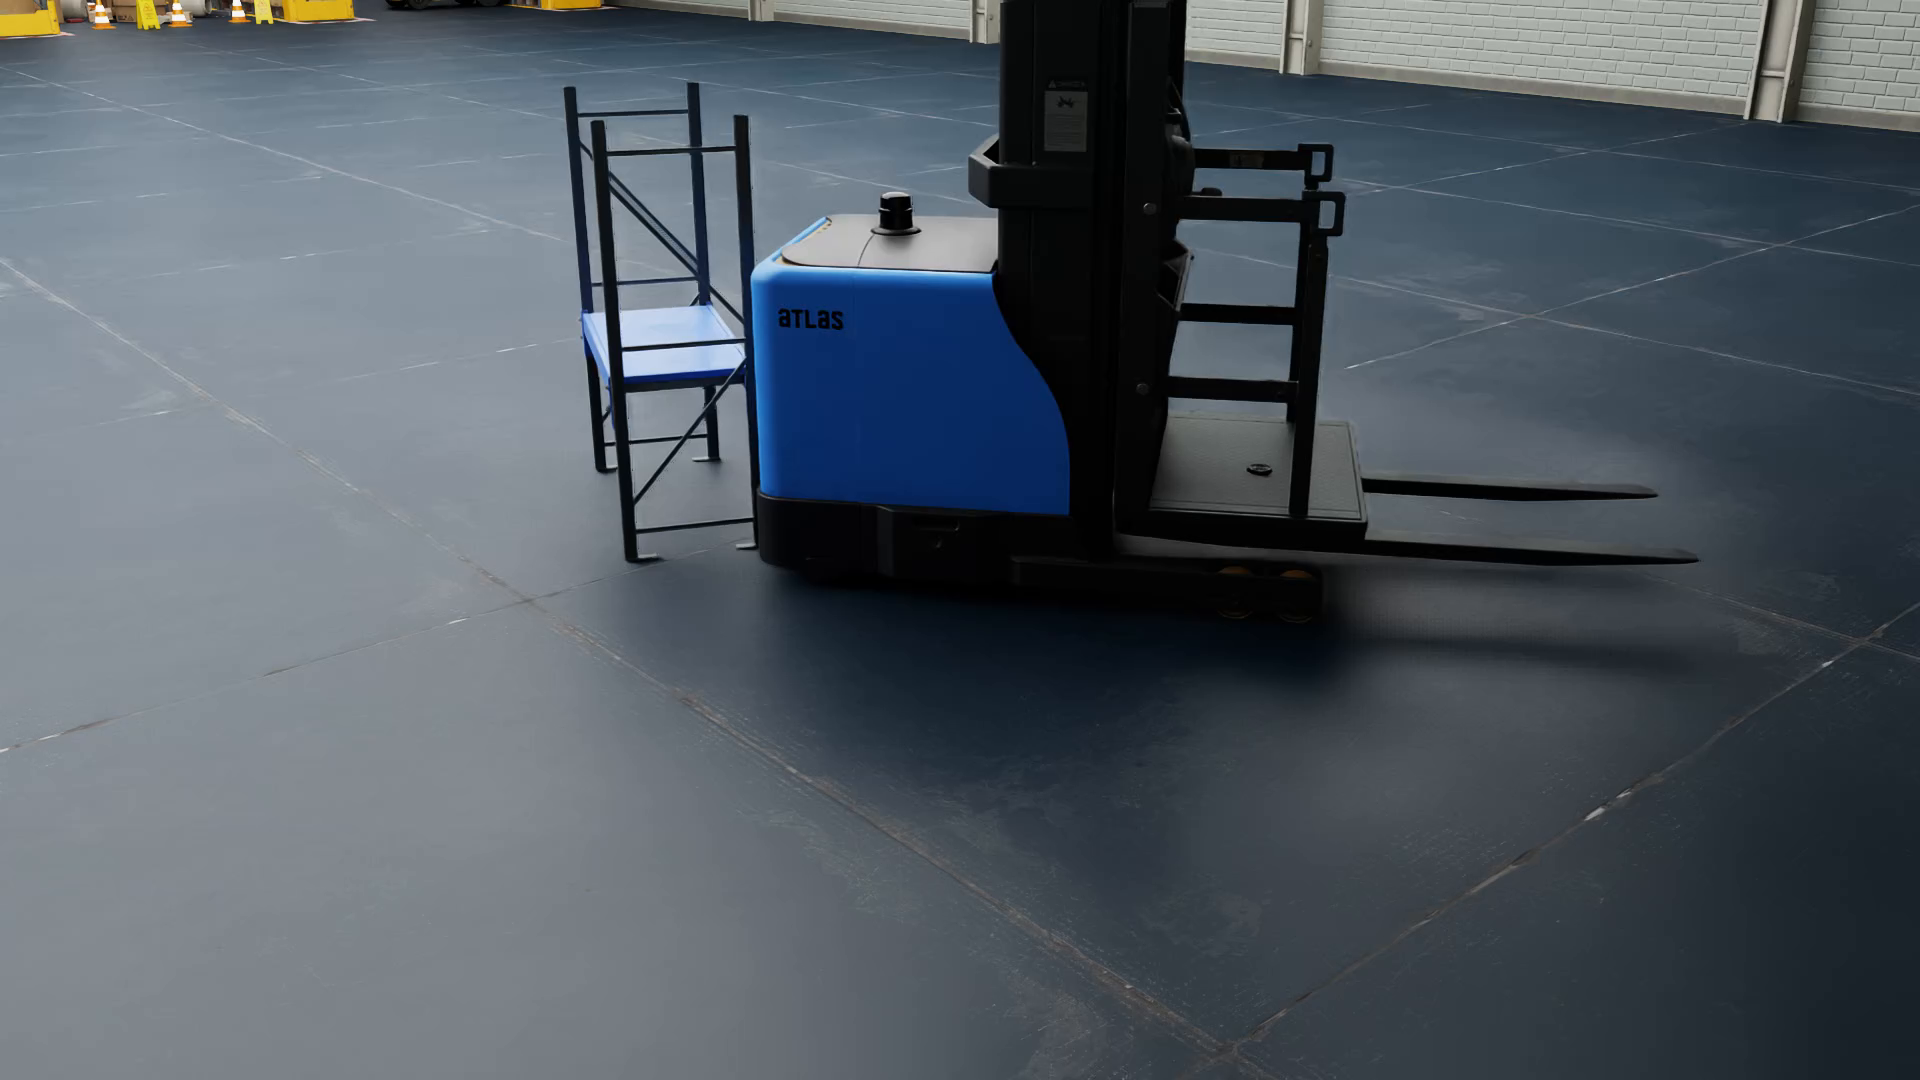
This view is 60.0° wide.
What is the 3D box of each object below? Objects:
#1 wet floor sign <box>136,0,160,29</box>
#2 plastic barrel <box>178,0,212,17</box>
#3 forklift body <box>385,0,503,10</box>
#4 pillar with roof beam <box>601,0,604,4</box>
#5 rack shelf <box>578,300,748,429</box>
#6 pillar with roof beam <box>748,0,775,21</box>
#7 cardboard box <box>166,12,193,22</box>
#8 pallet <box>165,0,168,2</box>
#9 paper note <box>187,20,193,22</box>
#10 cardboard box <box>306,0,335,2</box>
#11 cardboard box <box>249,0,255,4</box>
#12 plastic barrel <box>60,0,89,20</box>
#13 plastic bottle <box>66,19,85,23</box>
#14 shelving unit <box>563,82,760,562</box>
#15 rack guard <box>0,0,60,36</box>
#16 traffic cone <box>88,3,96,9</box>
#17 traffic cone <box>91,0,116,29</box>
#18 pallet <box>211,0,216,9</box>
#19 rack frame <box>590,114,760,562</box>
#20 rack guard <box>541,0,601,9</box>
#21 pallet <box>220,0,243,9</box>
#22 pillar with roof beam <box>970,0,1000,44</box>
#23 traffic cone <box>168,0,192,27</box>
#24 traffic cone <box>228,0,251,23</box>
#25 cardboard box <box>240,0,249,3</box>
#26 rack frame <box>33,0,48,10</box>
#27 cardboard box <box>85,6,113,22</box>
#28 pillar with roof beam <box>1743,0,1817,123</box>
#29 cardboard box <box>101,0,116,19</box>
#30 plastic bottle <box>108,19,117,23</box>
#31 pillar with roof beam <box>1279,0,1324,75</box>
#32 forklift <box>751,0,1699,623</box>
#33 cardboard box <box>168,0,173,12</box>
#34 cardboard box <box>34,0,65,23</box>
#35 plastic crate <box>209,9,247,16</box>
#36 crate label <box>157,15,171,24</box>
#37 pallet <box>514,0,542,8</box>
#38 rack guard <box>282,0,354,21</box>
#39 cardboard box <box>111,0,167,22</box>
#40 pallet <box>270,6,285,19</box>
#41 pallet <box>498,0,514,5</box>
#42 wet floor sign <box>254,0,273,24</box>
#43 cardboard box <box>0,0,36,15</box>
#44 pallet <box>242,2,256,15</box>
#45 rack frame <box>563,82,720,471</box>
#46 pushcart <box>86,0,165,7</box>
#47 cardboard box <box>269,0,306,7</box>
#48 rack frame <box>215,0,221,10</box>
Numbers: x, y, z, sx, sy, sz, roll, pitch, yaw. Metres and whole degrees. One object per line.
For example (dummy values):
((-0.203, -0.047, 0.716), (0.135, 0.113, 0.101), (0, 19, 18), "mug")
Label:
((-13.593, -8.874, 27.755), (0.232, 0.644, 0.267), (17, 27, 36), "wet floor sign")
((-13.923, -9.724, 30.229), (0.512, 0.421, 0.421), (0, 21, -1), "plastic barrel")
((-10.290, -11.590, 32.626), (2.313, 2.155, 1.214), (-17, 27, -37), "forklift body")
((-10.703, -14.071, 29.571), (9.100, 9.000, 0.400), (-17, 27, -37), "pillar with roof beam")
((-1.080, -0.663, 6.114), (0.538, 0.185, 1.000), (-6, 22, -16), "rack shelf")
((-6.787, -12.413, 25.338), (9.100, 9.000, 0.400), (-17, 27, -37), "pillar with roof beam")
((-13.814, -9.267, 29.439), (0.380, 0.149, 0.250), (-4, 22, -10), "cardboard box")
((-16.141, -11.409, 34.822), (1.003, 0.211, 1.213), (-17, 27, -37), "pallet")
((-13.553, -9.118, 29.221), (0.142, 0.019, 0.148), (12, 24, 27), "paper note")
((-11.745, -9.917, 30.385), (0.500, 0.250, 0.500), (-18, 28, -38), "cardboard box")
((-12.838, -10.076, 30.790), (0.500, 0.250, 0.500), (-19, 28, -39), "cardboard box")
((-15.821, -9.464, 29.566), (0.512, 0.421, 0.421), (0, 21, -1), "plastic barrel")
((-15.470, -9.085, 29.095), (0.133, 0.061, 0.283), (12, 24, 27), "plastic bottle")
((-1.080, -0.831, 6.048), (0.538, 1.500, 1.048), (-6, 22, -16), "shelving unit")
((-15.097, -8.336, 26.582), (1.175, 0.500, 0.348), (-17, 27, -37), "rack guard")
((-16.856, -10.488, 32.128), (0.336, 0.463, 0.334), (-17, 27, -37), "traffic cone")
((-14.383, -8.810, 27.843), (0.336, 0.463, 0.334), (-17, 27, -37), "traffic cone")
((-14.549, -10.734, 33.101), (1.003, 0.211, 1.213), (-17, 27, -37), "pallet")
((-0.929, -0.654, 5.596), (0.500, 1.500, 0.032), (-6, 22, -16), "rack frame")
((-7.655, -10.725, 32.681), (1.175, 0.500, 0.348), (-17, 27, -37), "rack guard")
((-13.574, -10.343, 32.101), (1.003, 0.211, 1.213), (-17, 27, -37), "pallet")
((-2.870, -10.756, 21.106), (9.100, 9.000, 0.400), (-17, 27, -37), "pillar with roof beam")
((-13.305, -8.985, 28.290), (0.336, 0.463, 0.334), (-17, 27, -37), "traffic cone")
((-12.686, -9.343, 29.205), (0.336, 0.463, 0.334), (-17, 27, -37), "traffic cone")
((-13.153, -10.215, 31.147), (0.500, 0.250, 0.500), (-18, 28, -38), "cardboard box")
((-15.112, -9.507, 26.143), (1.000, 3.000, 0.127), (-17, 27, -37), "rack frame")
((-15.206, -9.302, 29.370), (0.396, 0.266, 0.258), (-12, 25, -28), "cardboard box")
((4.963, -7.440, 12.641), (9.100, 9.000, 0.400), (-17, 27, -37), "pillar with roof beam")
((-15.109, -9.753, 30.008), (0.797, 0.637, 0.503), (-17, 27, -37), "cardboard box")
((-14.899, -9.088, 29.104), (0.283, 0.061, 0.133), (12, 24, 27), "plastic bottle")
((1.046, -9.098, 16.873), (9.100, 9.000, 0.400), (-17, 27, -37), "pillar with roof beam")
((0.884, -1.309, 5.306), (3.031, 2.935, 1.130), (4, 22, 9), "forklift")
((-14.371, -10.035, 30.917), (0.500, 0.500, 0.500), (0, 21, -1), "cardboard box")
((-15.932, -9.264, 28.949), (0.500, 0.500, 0.500), (-12, 25, -28), "cardboard box")
((-13.636, -9.830, 30.971), (0.583, 0.080, 0.402), (12, 24, 27), "plastic crate")
((-13.865, -9.036, 28.866), (0.298, 0.136, 0.250), (7, 23, 18), "crate label")
((-8.201, -10.799, 33.265), (1.003, 0.211, 1.213), (-17, 27, -37), "pallet")
((-11.478, -9.570, 29.732), (1.175, 0.500, 0.348), (-17, 27, -37), "rack guard")
((-14.493, -9.433, 29.378), (0.637, 0.503, 0.797), (3, 22, 9), "cardboard box")
((-11.981, -9.668, 30.379), (1.003, 0.211, 1.213), (-17, 27, -37), "pallet")
((-8.993, -11.135, 34.125), (1.003, 0.211, 1.213), (-17, 27, -37), "pallet")
((-12.115, -9.309, 28.868), (0.267, 0.644, 0.232), (-8, 23, -19), "wet floor sign")
((-15.605, -8.884, 26.892), (0.875, 0.875, 0.875), (-17, 27, -37), "cardboard box")
((-12.773, -10.005, 31.240), (1.003, 0.211, 1.213), (-17, 27, -37), "pallet")
((-1.230, -1.008, 6.500), (0.500, 1.500, 0.032), (-6, 22, -16), "rack frame")
((-15.734, -10.040, 31.102), (0.936, 0.377, 1.648), (12, 24, 27), "pushcart")
((-12.175, -9.794, 30.071), (0.500, 0.250, 0.500), (-18, 27, -38), "cardboard box")
((-14.039, -11.818, 32.044), (1.000, 3.000, 0.127), (-17, 27, -37), "rack frame")
